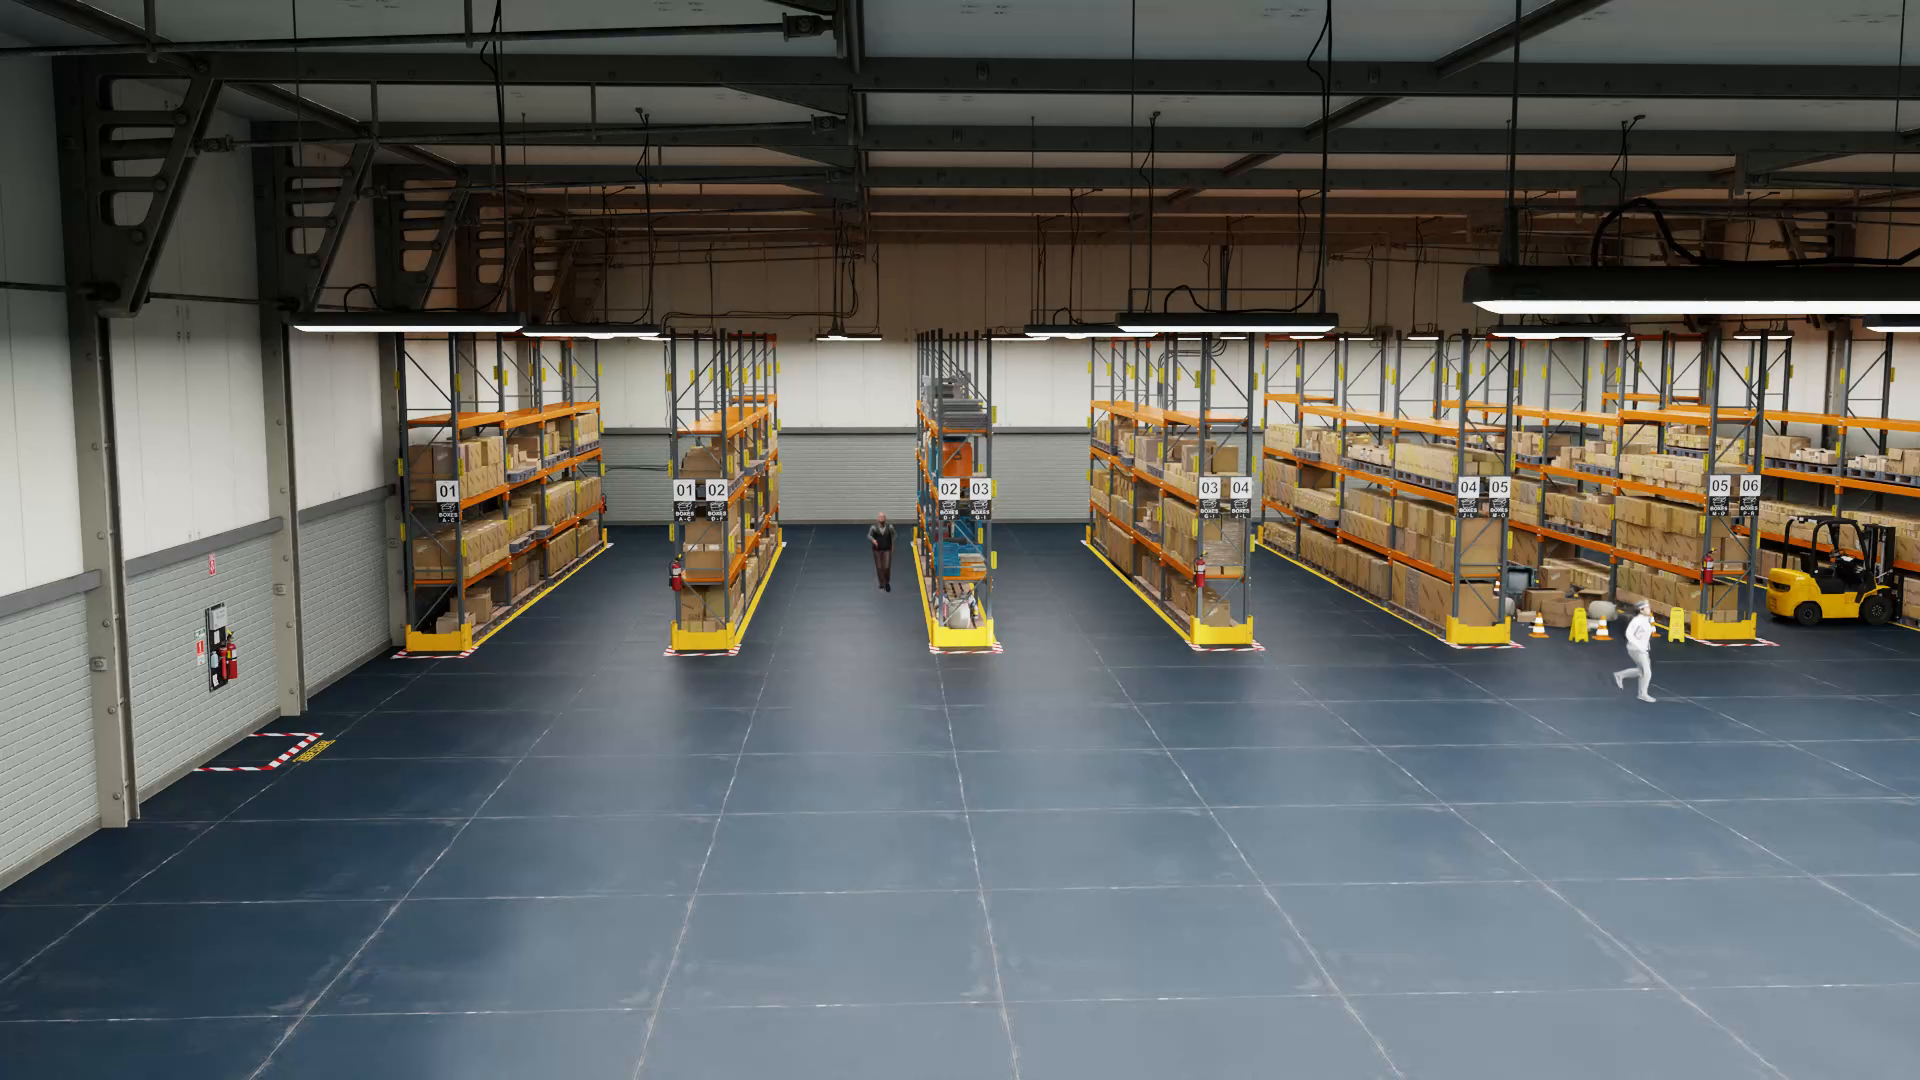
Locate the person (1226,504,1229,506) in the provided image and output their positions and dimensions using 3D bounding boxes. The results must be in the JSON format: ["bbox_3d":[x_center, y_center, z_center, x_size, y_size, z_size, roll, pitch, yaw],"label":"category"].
[{"bbox_3d":[7.366,-0.730,47.626,0.705,1.735,0.621,5,8,37],"label":"person"}]

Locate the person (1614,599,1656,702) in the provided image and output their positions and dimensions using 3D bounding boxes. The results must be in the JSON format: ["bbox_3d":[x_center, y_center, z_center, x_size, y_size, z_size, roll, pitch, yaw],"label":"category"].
[{"bbox_3d":[10.874,1.763,26.787,0.668,1.668,0.642,6,9,40],"label":"person"}]

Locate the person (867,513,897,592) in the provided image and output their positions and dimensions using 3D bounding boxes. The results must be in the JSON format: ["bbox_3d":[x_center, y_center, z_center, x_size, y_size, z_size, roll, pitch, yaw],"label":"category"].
[{"bbox_3d":[-1.723,0.282,36.761,0.653,1.771,0.668,0,7,-1],"label":"person"}]
